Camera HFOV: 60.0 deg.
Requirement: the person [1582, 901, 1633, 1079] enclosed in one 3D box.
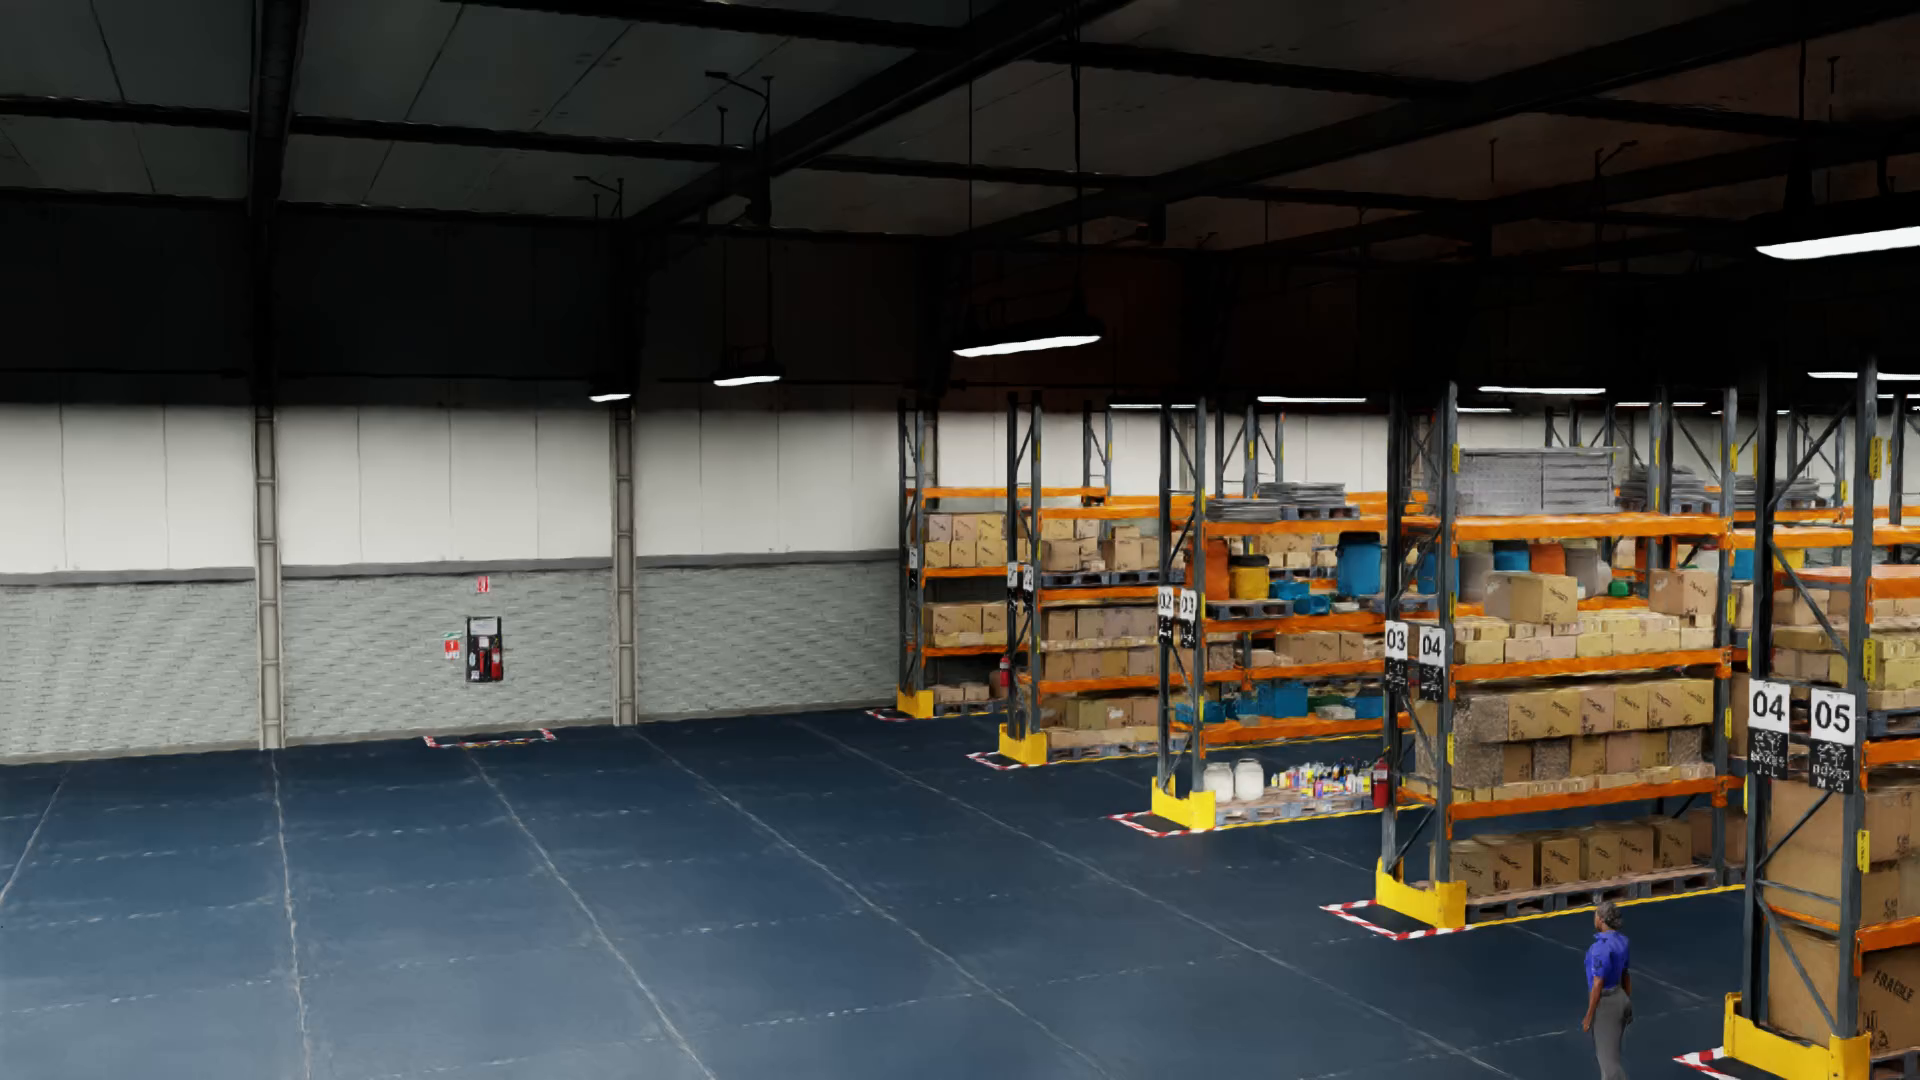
[{"bbox_3d":[4.965,3.603,12.678,0.459,1.656,0.660,3,4,39],"label":"person"}]
